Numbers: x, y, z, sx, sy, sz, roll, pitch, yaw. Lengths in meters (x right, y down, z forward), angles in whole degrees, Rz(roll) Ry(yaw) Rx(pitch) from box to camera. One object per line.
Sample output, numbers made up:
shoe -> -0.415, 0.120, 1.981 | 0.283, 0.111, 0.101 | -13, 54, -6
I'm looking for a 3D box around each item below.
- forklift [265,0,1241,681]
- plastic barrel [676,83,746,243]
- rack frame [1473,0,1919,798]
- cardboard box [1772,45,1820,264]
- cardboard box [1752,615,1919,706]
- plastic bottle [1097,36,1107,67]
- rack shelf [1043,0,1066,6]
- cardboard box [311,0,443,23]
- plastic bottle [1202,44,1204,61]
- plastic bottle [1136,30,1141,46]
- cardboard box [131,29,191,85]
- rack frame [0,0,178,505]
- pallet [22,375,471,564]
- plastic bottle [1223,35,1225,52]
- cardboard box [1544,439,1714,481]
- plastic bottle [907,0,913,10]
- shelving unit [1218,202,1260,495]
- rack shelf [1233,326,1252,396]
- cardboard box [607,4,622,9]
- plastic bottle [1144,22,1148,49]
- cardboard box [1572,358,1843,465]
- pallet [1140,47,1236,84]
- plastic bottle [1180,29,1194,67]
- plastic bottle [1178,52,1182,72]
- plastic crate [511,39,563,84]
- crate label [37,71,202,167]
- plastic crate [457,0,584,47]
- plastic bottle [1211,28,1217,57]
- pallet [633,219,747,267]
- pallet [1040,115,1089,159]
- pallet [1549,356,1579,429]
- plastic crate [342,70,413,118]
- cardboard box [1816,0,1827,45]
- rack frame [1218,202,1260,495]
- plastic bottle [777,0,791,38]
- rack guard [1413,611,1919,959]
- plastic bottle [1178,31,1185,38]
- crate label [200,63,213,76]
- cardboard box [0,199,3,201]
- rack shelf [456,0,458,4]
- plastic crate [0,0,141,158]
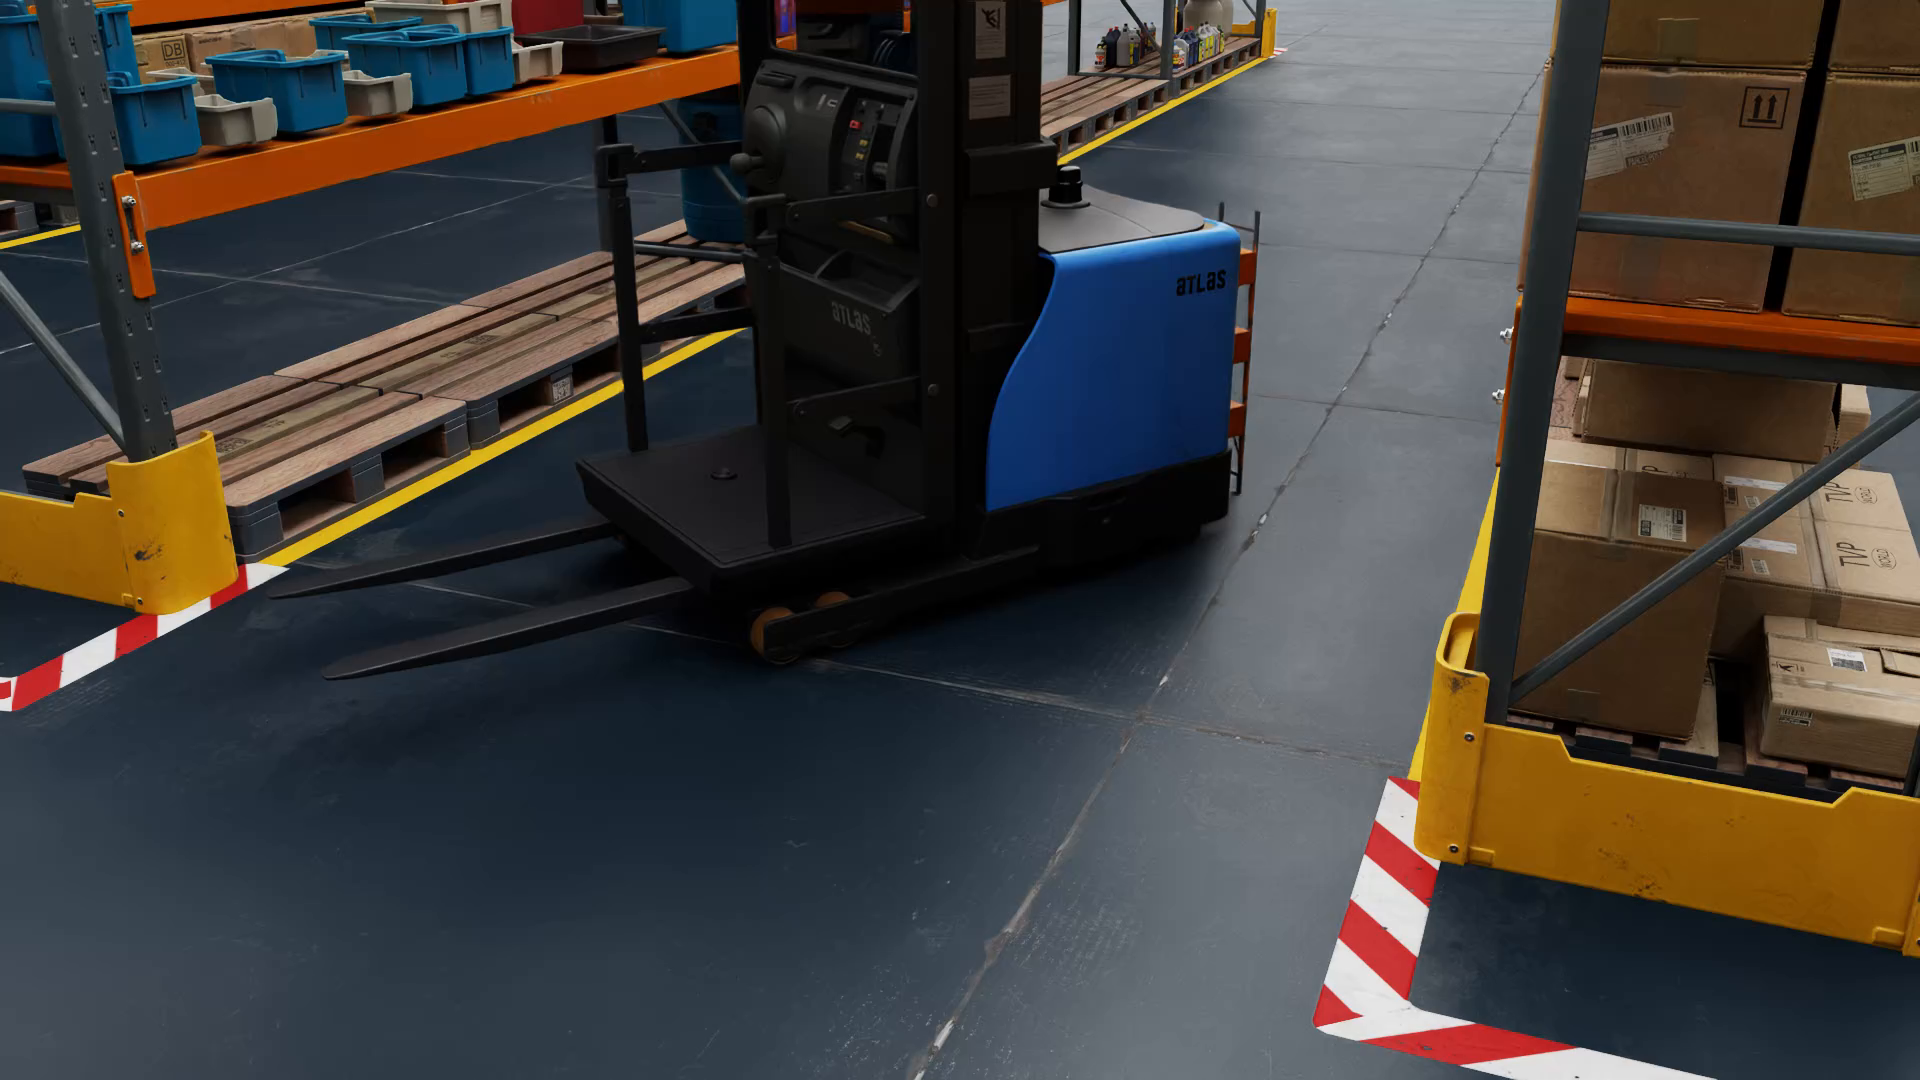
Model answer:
forklift -> -0.574, -1.219, 4.865 | 3.031, 2.935, 1.130 | -15, 27, -31
plastic barrel -> -1.245, -2.146, 9.173 | 0.600, 0.901, 0.708 | 9, 24, 20
rack frame -> 1.649, -0.586, 3.261 | 1.000, 3.000, 0.127 | 9, 24, 20
cardboard box -> 2.246, -0.939, 3.976 | 0.500, 0.500, 0.500 | 9, 24, 20
cardboard box -> 2.217, 0.328, 4.178 | 0.380, 0.166, 0.250 | 9, 24, 20
plastic bottle -> 1.382, -4.760, 16.207 | 0.061, 0.283, 0.133 | 10, 25, 23
rack shelf -> 0.766, -4.543, 13.668 | 1.077, 0.370, 4.000 | 9, 24, 20
cardboard box -> -4.851, -3.838, 13.258 | 1.225, 0.875, 0.875 | 8, 24, 18
plastic bottle -> 2.391, -4.898, 16.643 | 0.097, 0.201, 0.097 | 0, 23, 0
plastic bottle -> 1.777, -4.991, 16.760 | 0.061, 0.283, 0.133 | 9, 24, 20
cardboard box -> -5.842, -2.882, 10.971 | 1.225, 0.875, 0.875 | 9, 24, 20
rack frame -> -2.948, -1.297, 4.962 | 1.000, 3.000, 0.127 | 9, 24, 20
pallet -> -2.606, -0.299, 6.193 | 1.003, 0.211, 1.213 | 9, 24, 20
plastic bottle -> 2.720, -5.214, 17.401 | 0.097, 0.201, 0.097 | 0, 23, 0
cardboard box -> 2.003, -0.086, 5.060 | 0.500, 0.250, 0.500 | 9, 24, 20
plastic bottle -> -0.371, -3.357, 9.959 | 0.144, 0.351, 0.185 | 9, 24, 20
shelving unit -> 0.878, -0.657, 5.960 | 0.252, 1.050, 0.215 | -15, 27, -31
rack shelf -> 0.878, -0.647, 5.964 | 0.240, 0.259, 0.215 | -15, 27, -31
cardboard box -> -3.337, -5.133, 16.819 | 0.700, 0.500, 0.500 | 7, 24, 16
plastic bottle -> 1.931, -5.289, 17.474 | 0.061, 0.283, 0.133 | 9, 24, 21
cardboard box -> 2.442, -0.396, 5.473 | 0.797, 0.503, 0.637 | 9, 24, 20
pallet -> 2.249, -4.977, 17.390 | 1.003, 0.211, 1.213 | 9, 24, 20
plastic bottle -> 2.194, -4.801, 16.218 | 0.144, 0.351, 0.185 | 9, 24, 21
plastic bottle -> 2.072, -4.590, 15.907 | 0.097, 0.201, 0.097 | 0, 23, 0
plastic crate -> -1.830, -1.968, 6.834 | 0.293, 0.136, 0.466 | 9, 24, 20
crate label -> -2.551, -1.288, 5.082 | 0.416, 0.233, 0.303 | 9, 24, 20
plastic crate -> -2.027, -2.502, 7.686 | 0.402, 0.464, 0.583 | 9, 24, 20
plastic bottle -> 2.549, -5.113, 17.061 | 0.152, 0.276, 0.135 | 8, 24, 19
pallet -> -1.137, -1.711, 9.573 | 1.003, 0.211, 1.213 | 9, 24, 20
pallet -> 0.347, -3.144, 13.004 | 1.003, 0.211, 1.213 | 9, 24, 20
pallet -> 2.879, -0.485, 6.638 | 1.003, 0.211, 1.213 | 9, 24, 20
plastic crate -> -2.103, -1.590, 5.928 | 0.250, 0.136, 0.298 | 9, 24, 20
cardboard box -> 2.246, -1.403, 3.790 | 0.500, 0.500, 0.500 | 9, 24, 21
rack frame -> 0.979, -0.683, 6.023 | 0.008, 1.050, 0.200 | -15, 27, -31
plastic bottle -> -0.930, -2.744, 8.580 | 0.061, 0.283, 0.133 | 9, 24, 20
rack guard -> 1.678, 0.540, 3.808 | 1.175, 0.500, 0.348 | 9, 24, 20
plastic bottle -> 2.275, -4.998, 16.788 | 0.152, 0.276, 0.135 | 9, 24, 20
crate label -> -2.612, -1.725, 6.253 | 0.396, 0.136, 0.243 | 9, 24, 20
cardboard box -> -6.380, -2.426, 9.877 | 0.875, 0.875, 0.875 | 9, 24, 20
rack shelf -> -3.832, -5.252, 15.366 | 1.077, 0.370, 4.000 | 9, 24, 20
plastic crate -> -2.997, -1.487, 5.295 | 0.616, 0.435, 0.499 | 9, 24, 20
